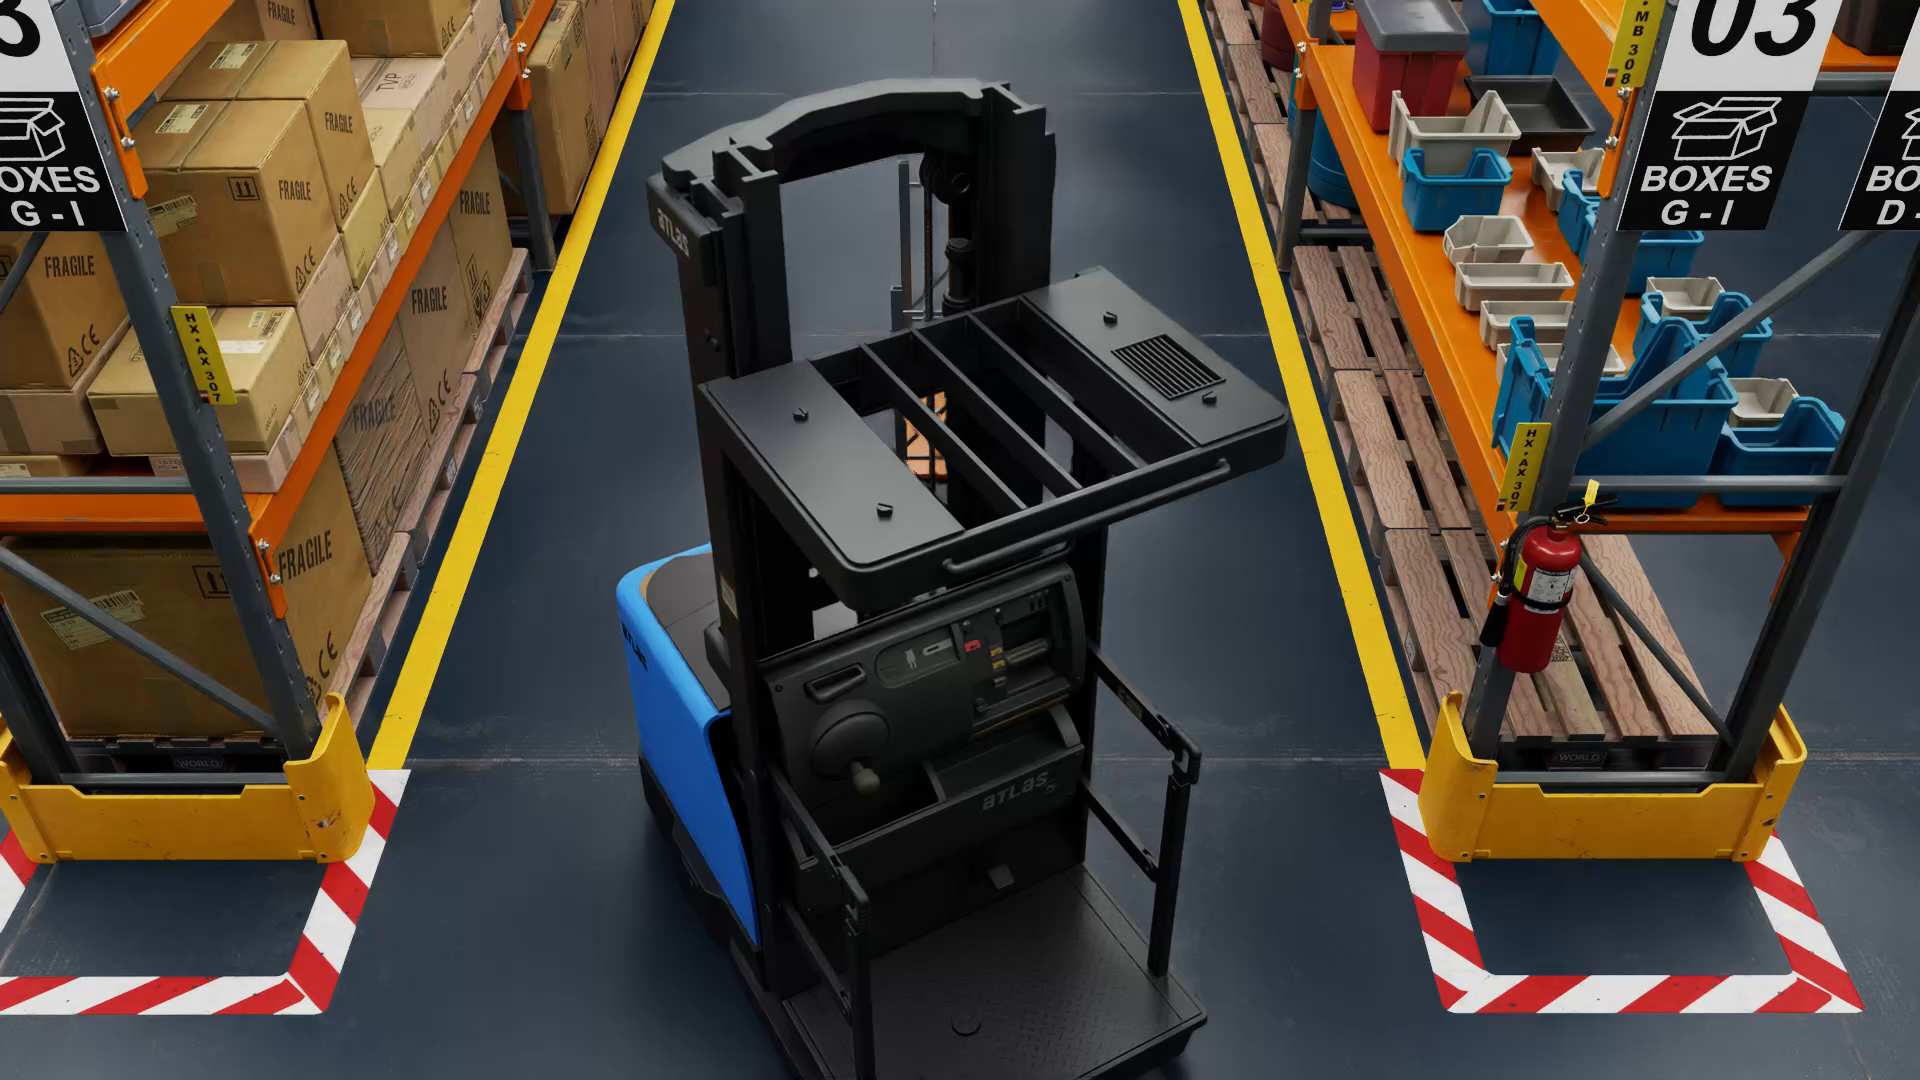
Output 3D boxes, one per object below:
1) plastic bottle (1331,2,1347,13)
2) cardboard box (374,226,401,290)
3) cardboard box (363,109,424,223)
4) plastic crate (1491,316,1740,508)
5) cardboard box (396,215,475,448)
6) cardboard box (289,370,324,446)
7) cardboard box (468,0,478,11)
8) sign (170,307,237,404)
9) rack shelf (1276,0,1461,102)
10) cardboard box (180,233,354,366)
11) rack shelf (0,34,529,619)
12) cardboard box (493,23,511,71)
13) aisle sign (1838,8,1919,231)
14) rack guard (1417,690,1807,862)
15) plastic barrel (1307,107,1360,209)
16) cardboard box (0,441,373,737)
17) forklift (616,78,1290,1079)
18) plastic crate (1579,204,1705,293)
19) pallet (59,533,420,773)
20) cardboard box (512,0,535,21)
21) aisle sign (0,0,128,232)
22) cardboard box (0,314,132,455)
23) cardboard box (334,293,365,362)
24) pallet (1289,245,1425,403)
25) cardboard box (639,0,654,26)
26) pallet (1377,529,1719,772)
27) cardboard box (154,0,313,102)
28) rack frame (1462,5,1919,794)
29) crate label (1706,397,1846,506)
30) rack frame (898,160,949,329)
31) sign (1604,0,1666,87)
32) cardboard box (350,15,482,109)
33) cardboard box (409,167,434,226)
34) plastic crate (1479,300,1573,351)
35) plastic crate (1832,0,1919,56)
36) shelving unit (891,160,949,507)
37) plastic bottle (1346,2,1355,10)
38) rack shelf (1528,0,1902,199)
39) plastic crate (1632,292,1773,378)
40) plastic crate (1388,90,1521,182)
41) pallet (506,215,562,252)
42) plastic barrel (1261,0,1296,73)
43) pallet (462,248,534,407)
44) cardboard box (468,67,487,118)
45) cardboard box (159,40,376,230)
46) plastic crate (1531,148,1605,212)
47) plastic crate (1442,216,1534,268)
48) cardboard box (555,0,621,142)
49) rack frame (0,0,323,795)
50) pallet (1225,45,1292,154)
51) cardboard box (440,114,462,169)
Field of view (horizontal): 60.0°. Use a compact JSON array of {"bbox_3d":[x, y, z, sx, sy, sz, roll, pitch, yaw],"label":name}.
[{"bbox_3d":[1.911,-2.862,8.522,0.152,0.276,0.135,0,39,0],"label":"plastic bottle"},{"bbox_3d":[-2.388,-1.087,6.409,0.380,0.149,0.250,0,39,-1],"label":"cardboard box"},{"bbox_3d":[-2.454,-1.483,6.584,0.500,0.250,0.500,-1,39,-1],"label":"cardboard box"},{"bbox_3d":[2.053,-0.409,5.286,0.616,0.435,0.499,0,39,0],"label":"plastic crate"},{"bbox_3d":[-2.796,-1.020,7.487,0.875,0.875,0.875,0,39,0],"label":"cardboard box"},{"bbox_3d":[-2.385,-0.444,5.606,0.380,0.149,0.250,-1,39,-1],"label":"cardboard box"},{"bbox_3d":[-2.450,-2.723,7.532,0.500,0.500,0.500,1,39,1],"label":"cardboard box"},{"bbox_3d":[-2.158,-0.525,4.750,0.100,0.325,0.005,0,39,0],"label":"sign"},{"bbox_3d":[2.233,-3.634,9.961,1.077,0.370,4.000,0,39,0],"label":"rack shelf"},{"bbox_3d":[-2.451,-0.842,5.784,0.500,0.250,0.500,0,39,-1],"label":"cardboard box"},{"bbox_3d":[-2.716,-1.129,6.836,1.077,0.370,4.000,0,39,0],"label":"rack shelf"},{"bbox_3d":[-2.390,-2.372,8.012,0.380,0.149,0.250,0,39,0],"label":"cardboard box"},{"bbox_3d":[2.537,-1.132,4.186,0.394,0.787,0.004,0,39,0],"label":"aisle sign"},{"bbox_3d":[2.253,0.828,5.817,1.175,0.500,0.348,0,39,0],"label":"rack guard"},{"bbox_3d":[2.252,-2.349,9.125,0.600,0.901,0.708,0,39,0],"label":"plastic barrel"},{"bbox_3d":[-2.794,0.106,6.082,0.875,0.875,0.875,0,39,0],"label":"cardboard box"},{"bbox_3d":[0.037,0.452,4.342,1.130,2.935,3.031,-20,43,-23],"label":"forklift"},{"bbox_3d":[2.567,-1.099,6.308,0.416,0.233,0.300,0,39,0],"label":"plastic crate"},{"bbox_3d":[-2.792,0.429,6.546,1.003,0.211,1.213,0,39,0],"label":"pallet"},{"bbox_3d":[-2.468,-2.987,8.499,0.500,0.500,0.500,0,39,0],"label":"cardboard box"},{"bbox_3d":[-2.413,-1.129,4.181,0.394,0.787,0.004,0,39,0],"label":"aisle sign"},{"bbox_3d":[-2.979,-0.520,5.382,0.500,0.250,0.500,-1,39,-1],"label":"cardboard box"},{"bbox_3d":[-2.387,-0.767,6.009,0.380,0.149,0.250,-1,39,-1],"label":"cardboard box"},{"bbox_3d":[2.275,-1.116,8.474,1.003,0.211,1.213,0,39,0],"label":"pallet"},{"bbox_3d":[-2.742,-4.065,11.287,1.225,0.875,0.875,-2,39,-2],"label":"cardboard box"},{"bbox_3d":[2.278,0.410,6.570,1.003,0.211,1.213,0,39,0],"label":"pallet"},{"bbox_3d":[-2.975,-2.078,6.726,0.500,0.500,0.500,-1,39,-1],"label":"cardboard box"},{"bbox_3d":[2.240,-0.163,5.054,1.000,3.000,0.127,0,39,0],"label":"rack frame"},{"bbox_3d":[2.569,-0.275,5.281,0.416,0.233,0.303,0,39,0],"label":"crate label"},{"bbox_3d":[-0.001,-0.957,7.244,0.500,1.500,0.032,0,39,0],"label":"rack frame"},{"bbox_3d":[1.690,-1.282,4.136,0.100,0.325,0.005,0,39,0],"label":"sign"},{"bbox_3d":[-2.452,-2.119,7.377,0.500,0.250,0.500,1,39,1],"label":"cardboard box"},{"bbox_3d":[-2.389,-1.409,6.811,0.380,0.149,0.250,1,39,1],"label":"cardboard box"},{"bbox_3d":[2.072,-0.774,5.980,0.396,0.136,0.243,0,39,0],"label":"plastic crate"},{"bbox_3d":[2.518,-1.523,4.458,0.497,0.269,0.590,0,39,0],"label":"plastic crate"},{"bbox_3d":[0.000,-0.633,6.840,0.587,1.500,1.083,0,39,0],"label":"shelving unit"},{"bbox_3d":[2.036,-2.845,8.560,0.097,0.201,0.097,0,39,0],"label":"plastic bottle"},{"bbox_3d":[2.237,-2.303,5.902,1.077,0.370,4.000,0,39,0],"label":"rack shelf"},{"bbox_3d":[2.568,-0.687,5.795,0.416,0.233,0.300,0,39,0],"label":"plastic crate"},{"bbox_3d":[2.053,-1.686,7.002,0.437,0.282,0.530,0,39,0],"label":"plastic crate"},{"bbox_3d":[-2.794,-2.055,9.645,1.003,0.211,1.213,0,39,0],"label":"pallet"},{"bbox_3d":[2.249,-3.376,10.657,0.600,0.588,0.708,0,39,0],"label":"plastic barrel"},{"bbox_3d":[-2.795,-1.097,8.450,1.003,0.211,1.213,0,39,0],"label":"pallet"},{"bbox_3d":[-2.389,-2.051,7.611,0.380,0.149,0.250,-1,39,-1],"label":"cardboard box"},{"bbox_3d":[-2.451,-1.446,5.939,0.500,0.500,0.500,-1,39,-1],"label":"cardboard box"},{"bbox_3d":[2.538,-1.496,6.881,0.293,0.136,0.466,0,39,0],"label":"plastic crate"},{"bbox_3d":[2.028,-1.134,6.429,0.298,0.136,0.250,0,39,0],"label":"plastic crate"},{"bbox_3d":[-2.740,-2.954,9.901,1.225,0.875,0.875,-1,39,-2],"label":"cardboard box"},{"bbox_3d":[-2.713,-0.159,5.050,1.000,3.000,0.127,0,39,0],"label":"rack frame"},{"bbox_3d":[2.272,-2.823,10.604,1.003,0.211,1.213,0,39,0],"label":"pallet"},{"bbox_3d":[-2.388,-1.729,7.209,0.380,0.149,0.250,1,39,1],"label":"cardboard box"}]
